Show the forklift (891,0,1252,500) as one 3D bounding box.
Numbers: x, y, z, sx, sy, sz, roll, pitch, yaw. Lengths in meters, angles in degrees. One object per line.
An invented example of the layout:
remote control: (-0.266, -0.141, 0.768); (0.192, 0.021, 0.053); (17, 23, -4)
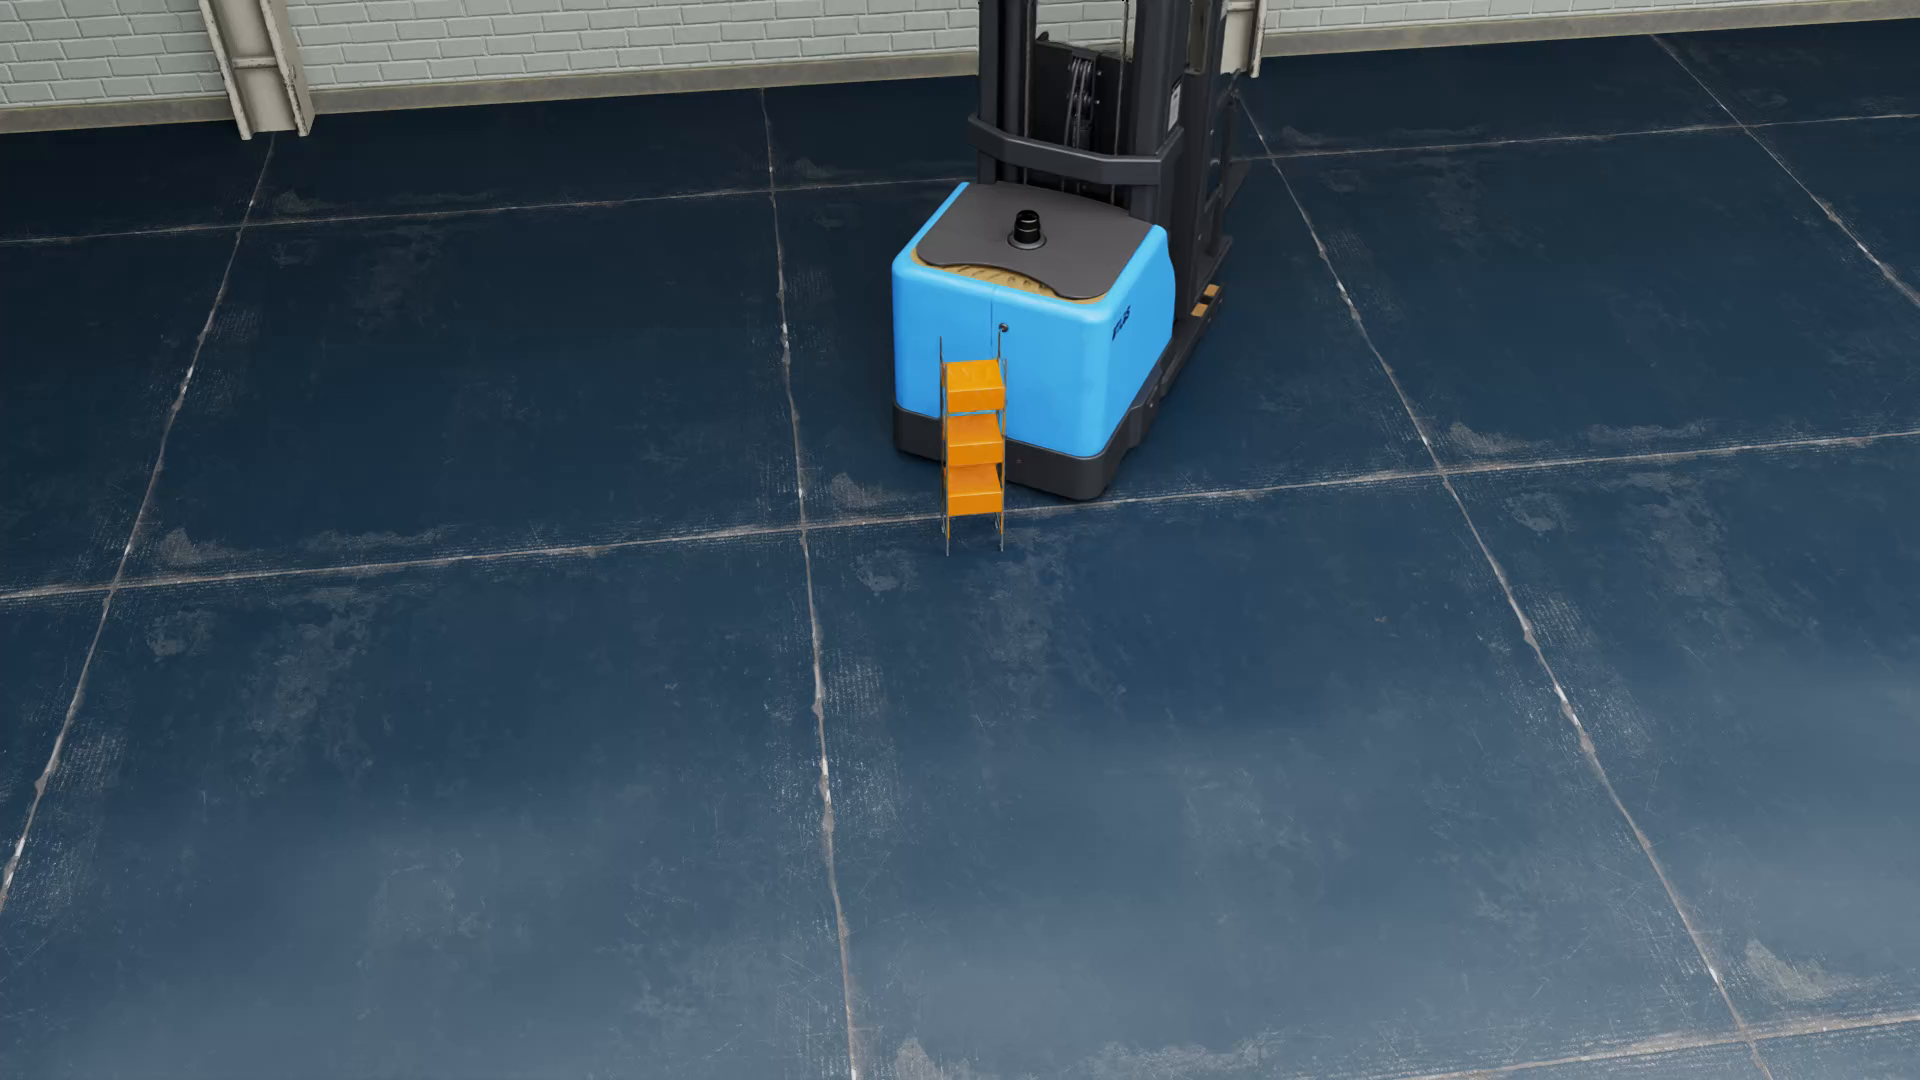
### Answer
forklift: (0.748, -2.262, 7.785); (1.130, 2.935, 3.031); (17, 45, 18)

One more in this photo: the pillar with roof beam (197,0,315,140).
pillar with roof beam: (-3.666, -3.053, 4.131); (0.400, 9.000, 9.100); (-5, 42, -6)

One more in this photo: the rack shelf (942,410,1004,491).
rack shelf: (0.053, -0.387, 7.126); (0.240, 0.259, 0.215); (-5, 42, -6)

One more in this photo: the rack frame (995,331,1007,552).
rack frame: (0.174, -0.405, 7.130); (0.008, 1.050, 0.200); (-5, 42, -6)

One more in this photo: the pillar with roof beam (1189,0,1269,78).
pillar with roof beam: (2.283, -3.574, 4.709); (0.400, 9.000, 9.100); (-5, 42, -6)

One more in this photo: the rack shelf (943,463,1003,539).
rack shelf: (0.053, -0.180, 7.312); (0.240, 0.259, 0.215); (-5, 42, -6)

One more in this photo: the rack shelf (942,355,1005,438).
rack shelf: (0.053, -0.597, 6.936); (0.240, 0.259, 0.215); (-5, 42, -6)

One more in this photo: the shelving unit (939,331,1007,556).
shelving unit: (0.053, -0.394, 7.119); (0.252, 1.050, 0.215); (-5, 42, -6)

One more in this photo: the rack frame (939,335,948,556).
rack frame: (-0.068, -0.384, 7.107); (0.008, 1.050, 0.200); (-5, 42, -6)
